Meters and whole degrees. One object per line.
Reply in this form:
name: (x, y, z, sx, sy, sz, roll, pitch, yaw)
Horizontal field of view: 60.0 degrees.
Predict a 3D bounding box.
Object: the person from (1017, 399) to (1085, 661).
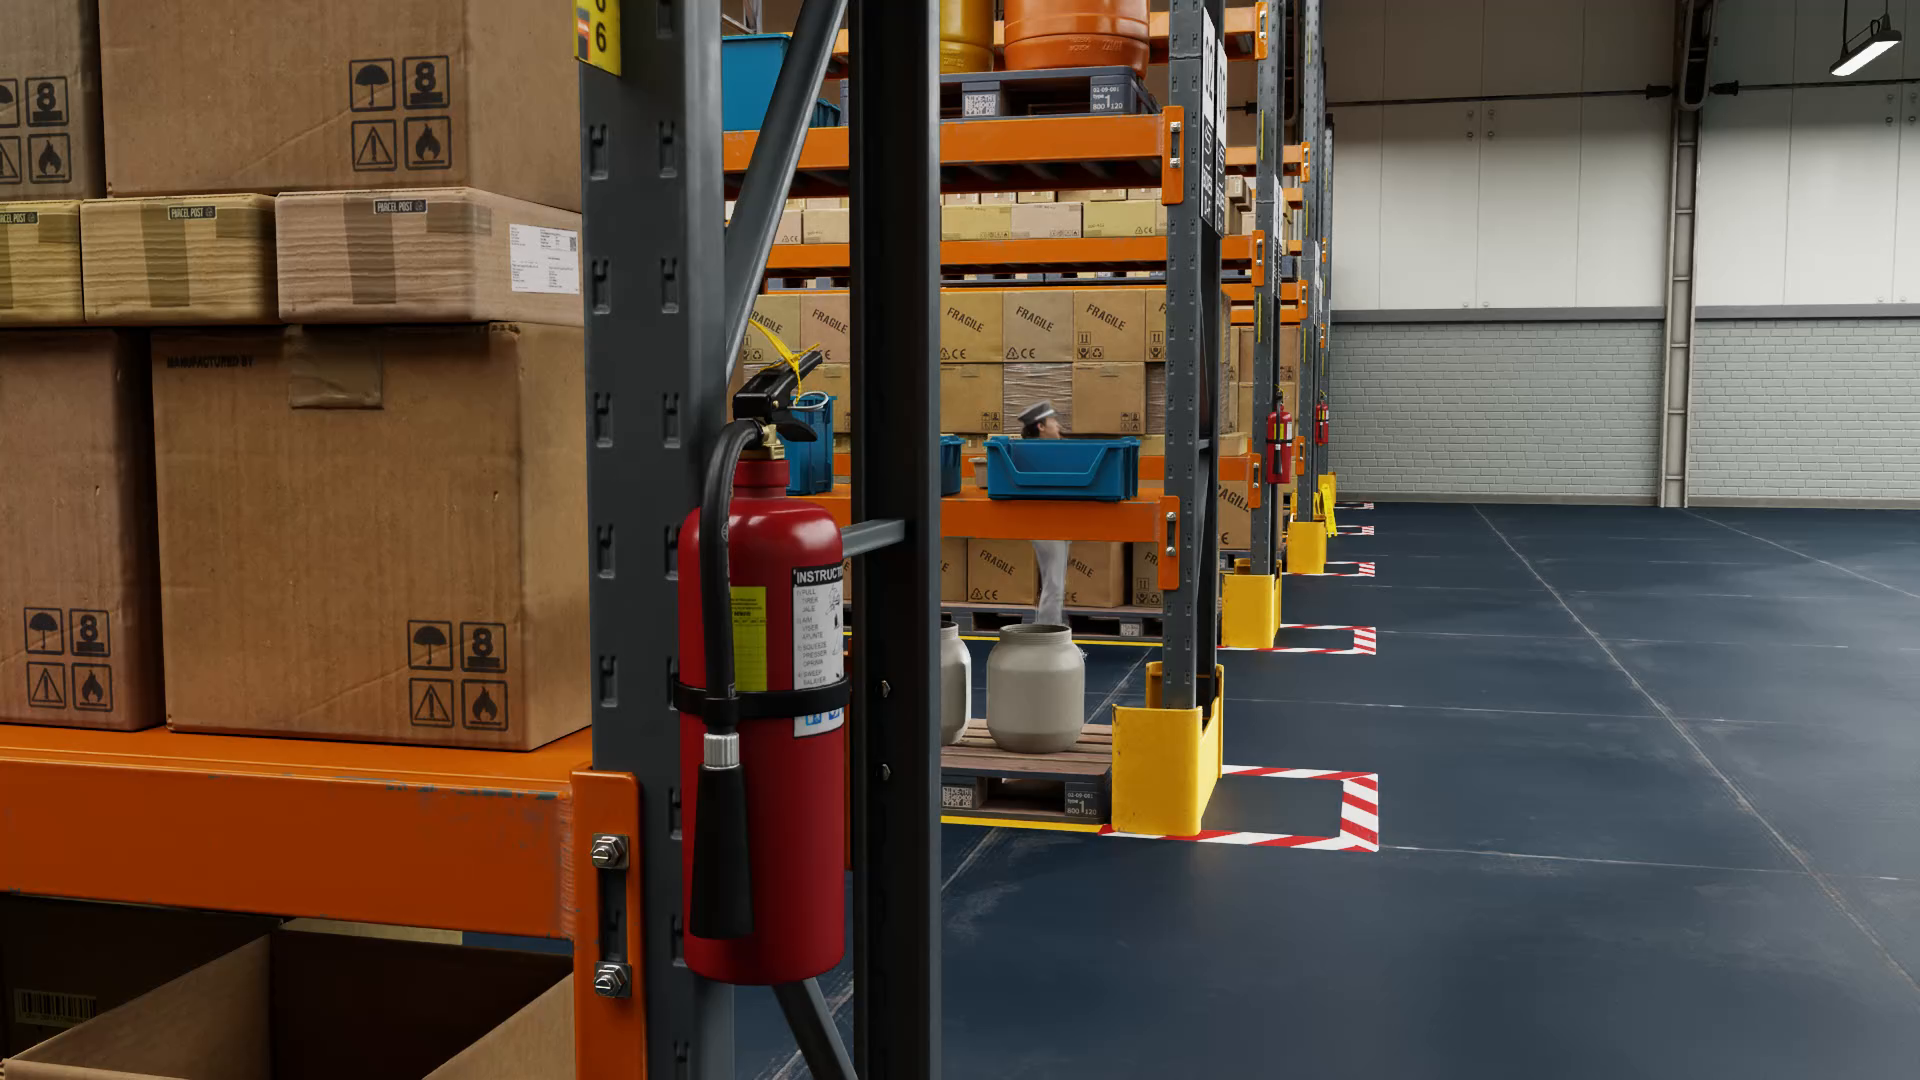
person: (0.628, -0.069, 10.849, 0.535, 1.701, 0.444, 1, 5, 13)
